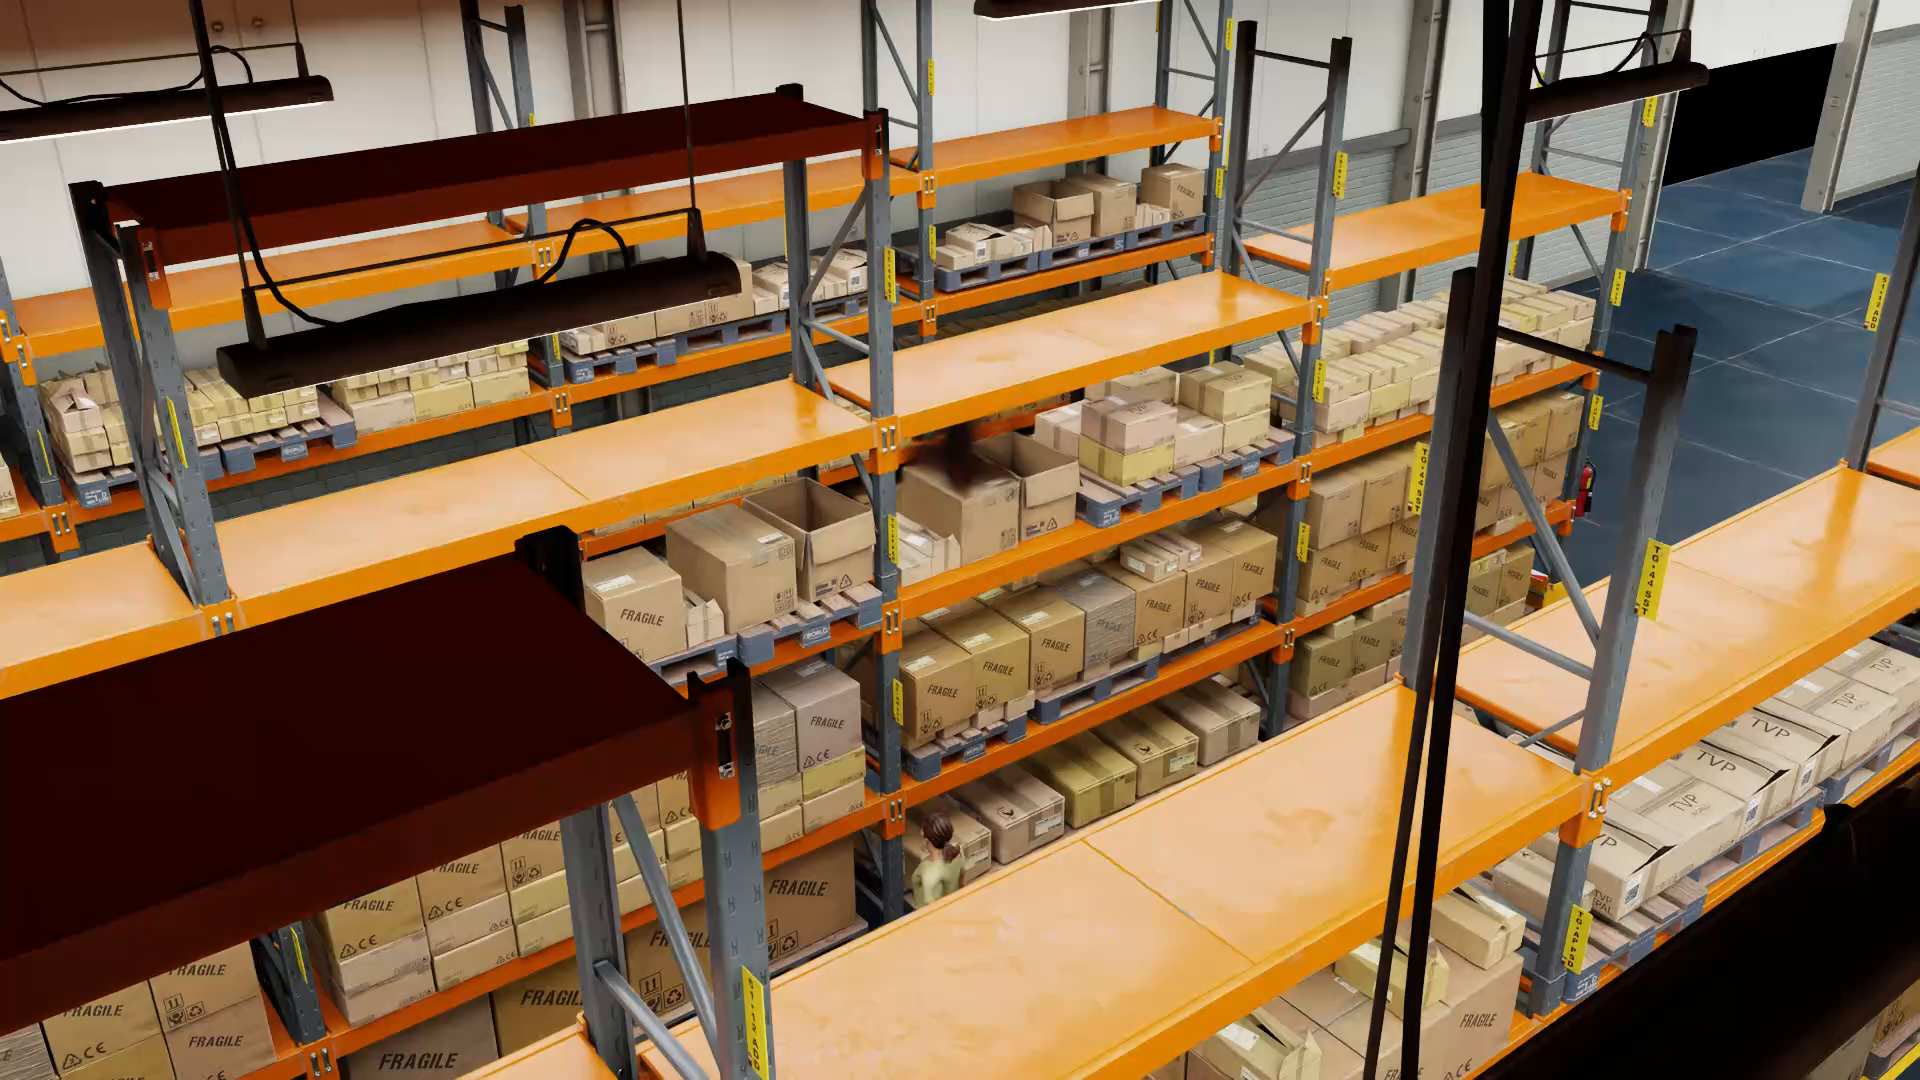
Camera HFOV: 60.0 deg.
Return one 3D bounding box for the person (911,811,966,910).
[{"bbox_3d":[-0.159,2.428,10.567,0.399,1.678,0.496,11,28,22],"label":"person"}]
